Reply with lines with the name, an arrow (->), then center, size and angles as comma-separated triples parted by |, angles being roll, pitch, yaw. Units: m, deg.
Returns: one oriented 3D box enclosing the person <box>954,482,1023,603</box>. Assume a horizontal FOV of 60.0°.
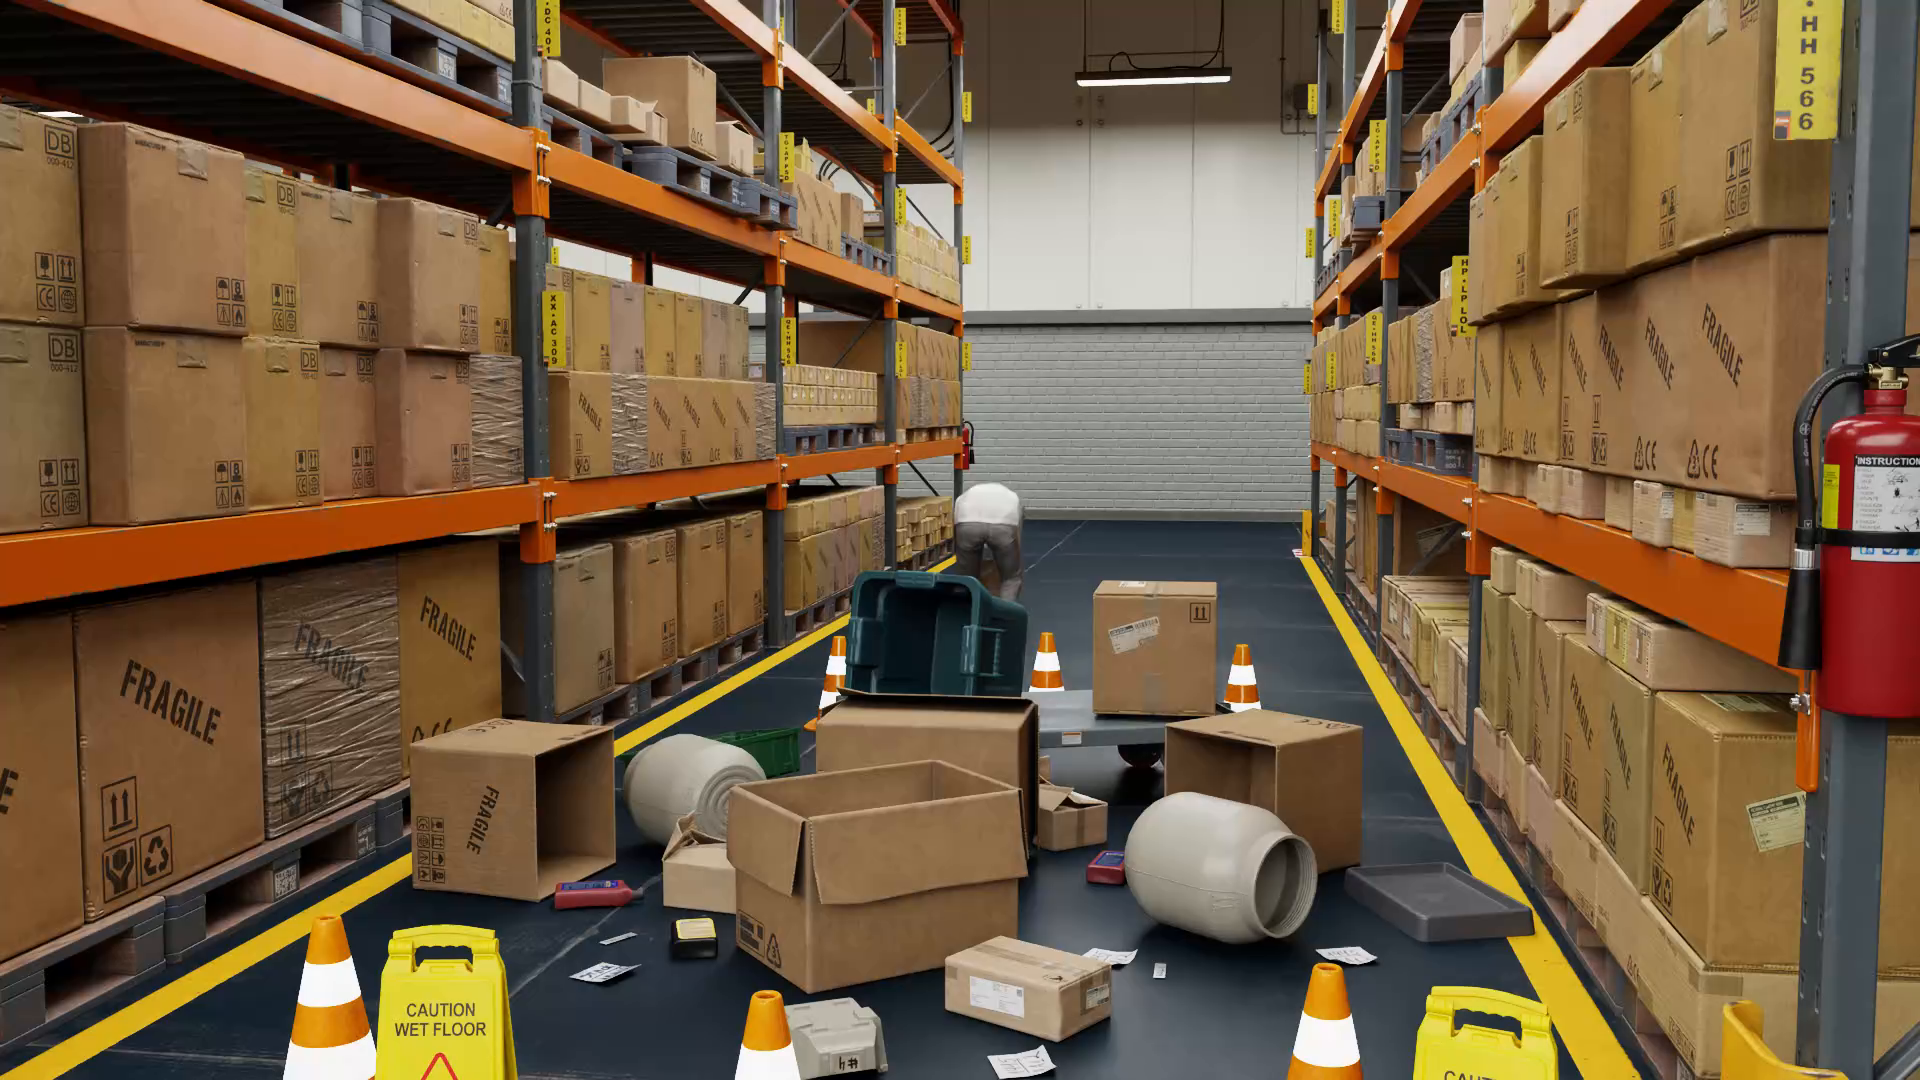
person -> 0.214, 0.155, 11.678 | 0.466, 1.123, 1.008 | 1, 4, 7
